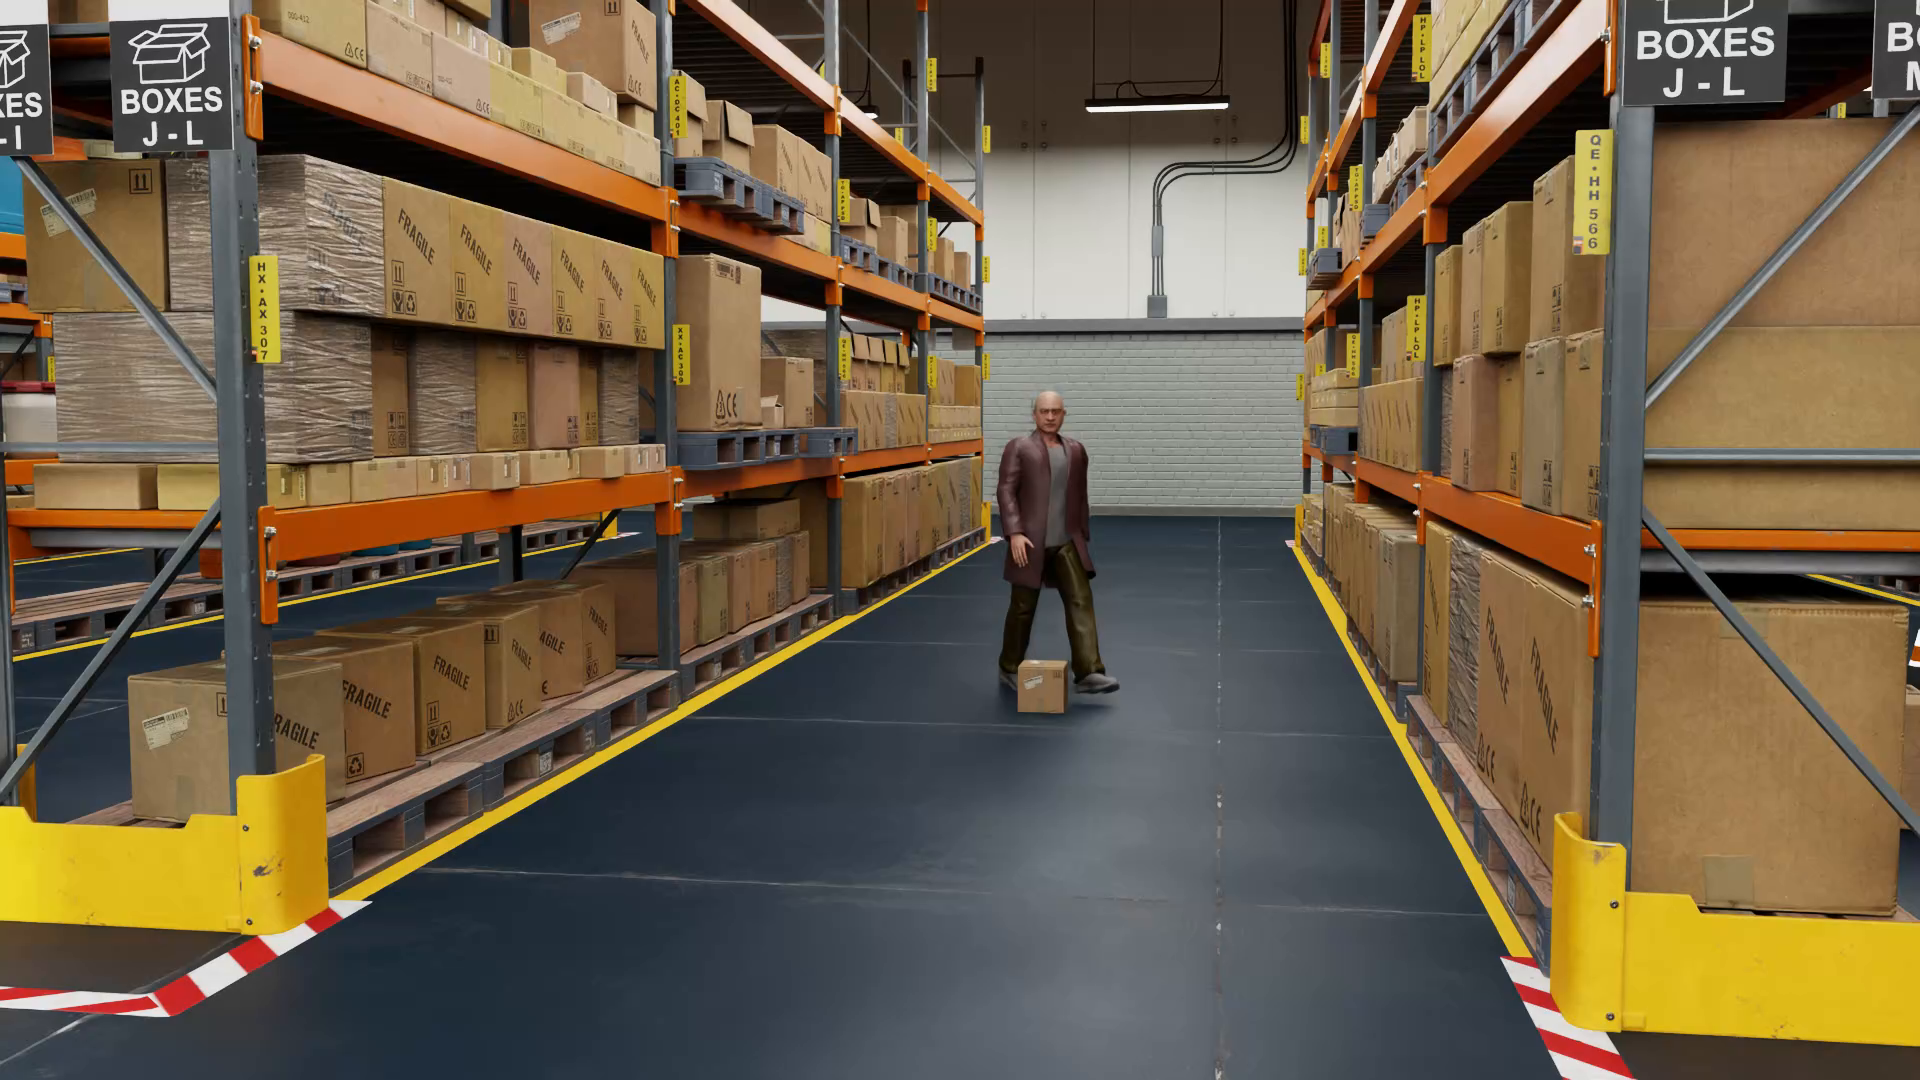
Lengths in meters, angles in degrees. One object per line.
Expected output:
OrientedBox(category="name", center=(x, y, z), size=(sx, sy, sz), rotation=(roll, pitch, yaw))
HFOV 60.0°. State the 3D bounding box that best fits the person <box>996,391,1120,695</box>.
OrientedBox(category="person", center=(0.554, 0.029, 9.480), size=(0.627, 1.758, 1.023), rotation=(-1, 5, -17))
